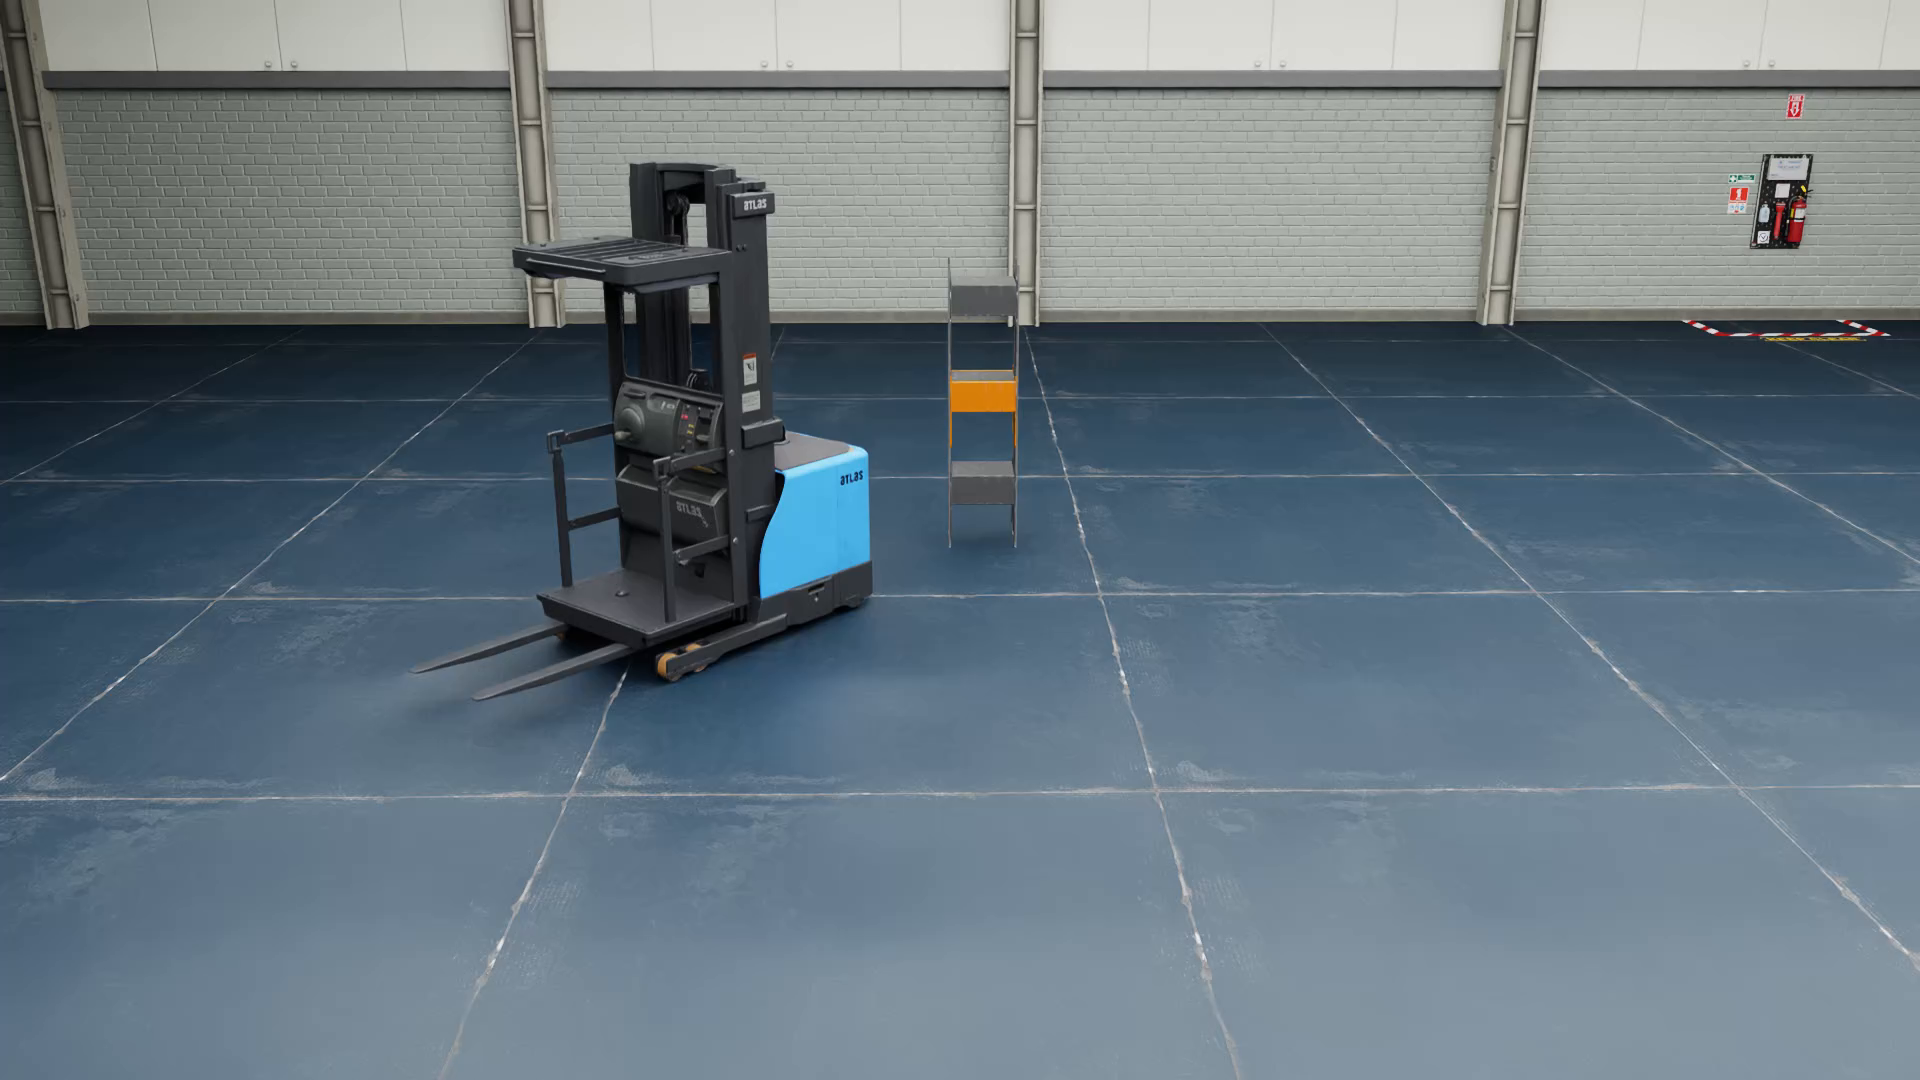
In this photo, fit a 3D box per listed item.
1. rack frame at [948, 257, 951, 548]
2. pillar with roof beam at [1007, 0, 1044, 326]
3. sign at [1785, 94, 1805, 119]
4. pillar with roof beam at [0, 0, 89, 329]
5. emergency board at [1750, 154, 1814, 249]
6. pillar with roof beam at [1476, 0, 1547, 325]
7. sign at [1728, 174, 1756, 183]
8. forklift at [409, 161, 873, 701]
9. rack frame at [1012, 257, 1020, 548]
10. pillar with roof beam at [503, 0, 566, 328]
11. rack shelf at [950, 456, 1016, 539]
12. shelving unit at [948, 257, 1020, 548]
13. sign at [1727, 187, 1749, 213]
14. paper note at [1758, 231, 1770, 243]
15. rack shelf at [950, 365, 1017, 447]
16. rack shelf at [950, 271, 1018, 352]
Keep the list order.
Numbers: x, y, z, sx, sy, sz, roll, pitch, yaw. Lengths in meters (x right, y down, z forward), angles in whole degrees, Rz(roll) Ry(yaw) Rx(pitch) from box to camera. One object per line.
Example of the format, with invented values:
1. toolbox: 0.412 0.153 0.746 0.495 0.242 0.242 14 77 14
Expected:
1. rack frame: -0.078 -0.999 12.226 0.015 2.100 0.400 0 18 -1
2. pillar with roof beam: 0.868 -5.706 15.604 0.400 9.000 9.100 0 18 -1
3. sign: 10.317 -5.356 20.540 0.199 0.298 0.001 0 18 -1
4. pillar with roof beam: -11.131 -5.649 15.424 0.400 9.000 9.100 0 18 -1
5. emergency board: 10.327 -4.222 20.799 0.643 1.169 0.194 0 18 -1
6. pillar with roof beam: 6.867 -5.735 15.695 0.400 9.000 9.100 0 18 -1
7. sign: 9.777 -4.518 20.794 0.331 0.109 0.001 0 18 -1
8. forklift: -1.922 -0.727 10.014 1.130 2.935 3.031 14 23 38
9. rack frame: 0.409 -1.002 12.233 0.015 2.100 0.400 0 18 -1
10. pillar with roof beam: -5.131 -5.678 15.514 0.400 9.000 9.100 0 18 -1
11. rack shelf: 0.166 -0.321 12.447 0.480 0.518 0.431 0 18 -1
12. shelving unit: 0.166 -1.001 12.229 0.503 2.100 0.431 0 18 -1
13. sign: 9.772 -4.268 20.883 0.234 0.329 0.001 0 18 -1
14. paper note: 10.149 -3.823 20.997 0.142 0.148 0.016 0 18 -1
15. rack shelf: 0.166 -0.988 12.233 0.480 0.518 0.431 0 18 -1
16. rack shelf: 0.166 -1.654 12.020 0.480 0.518 0.431 0 18 -1
